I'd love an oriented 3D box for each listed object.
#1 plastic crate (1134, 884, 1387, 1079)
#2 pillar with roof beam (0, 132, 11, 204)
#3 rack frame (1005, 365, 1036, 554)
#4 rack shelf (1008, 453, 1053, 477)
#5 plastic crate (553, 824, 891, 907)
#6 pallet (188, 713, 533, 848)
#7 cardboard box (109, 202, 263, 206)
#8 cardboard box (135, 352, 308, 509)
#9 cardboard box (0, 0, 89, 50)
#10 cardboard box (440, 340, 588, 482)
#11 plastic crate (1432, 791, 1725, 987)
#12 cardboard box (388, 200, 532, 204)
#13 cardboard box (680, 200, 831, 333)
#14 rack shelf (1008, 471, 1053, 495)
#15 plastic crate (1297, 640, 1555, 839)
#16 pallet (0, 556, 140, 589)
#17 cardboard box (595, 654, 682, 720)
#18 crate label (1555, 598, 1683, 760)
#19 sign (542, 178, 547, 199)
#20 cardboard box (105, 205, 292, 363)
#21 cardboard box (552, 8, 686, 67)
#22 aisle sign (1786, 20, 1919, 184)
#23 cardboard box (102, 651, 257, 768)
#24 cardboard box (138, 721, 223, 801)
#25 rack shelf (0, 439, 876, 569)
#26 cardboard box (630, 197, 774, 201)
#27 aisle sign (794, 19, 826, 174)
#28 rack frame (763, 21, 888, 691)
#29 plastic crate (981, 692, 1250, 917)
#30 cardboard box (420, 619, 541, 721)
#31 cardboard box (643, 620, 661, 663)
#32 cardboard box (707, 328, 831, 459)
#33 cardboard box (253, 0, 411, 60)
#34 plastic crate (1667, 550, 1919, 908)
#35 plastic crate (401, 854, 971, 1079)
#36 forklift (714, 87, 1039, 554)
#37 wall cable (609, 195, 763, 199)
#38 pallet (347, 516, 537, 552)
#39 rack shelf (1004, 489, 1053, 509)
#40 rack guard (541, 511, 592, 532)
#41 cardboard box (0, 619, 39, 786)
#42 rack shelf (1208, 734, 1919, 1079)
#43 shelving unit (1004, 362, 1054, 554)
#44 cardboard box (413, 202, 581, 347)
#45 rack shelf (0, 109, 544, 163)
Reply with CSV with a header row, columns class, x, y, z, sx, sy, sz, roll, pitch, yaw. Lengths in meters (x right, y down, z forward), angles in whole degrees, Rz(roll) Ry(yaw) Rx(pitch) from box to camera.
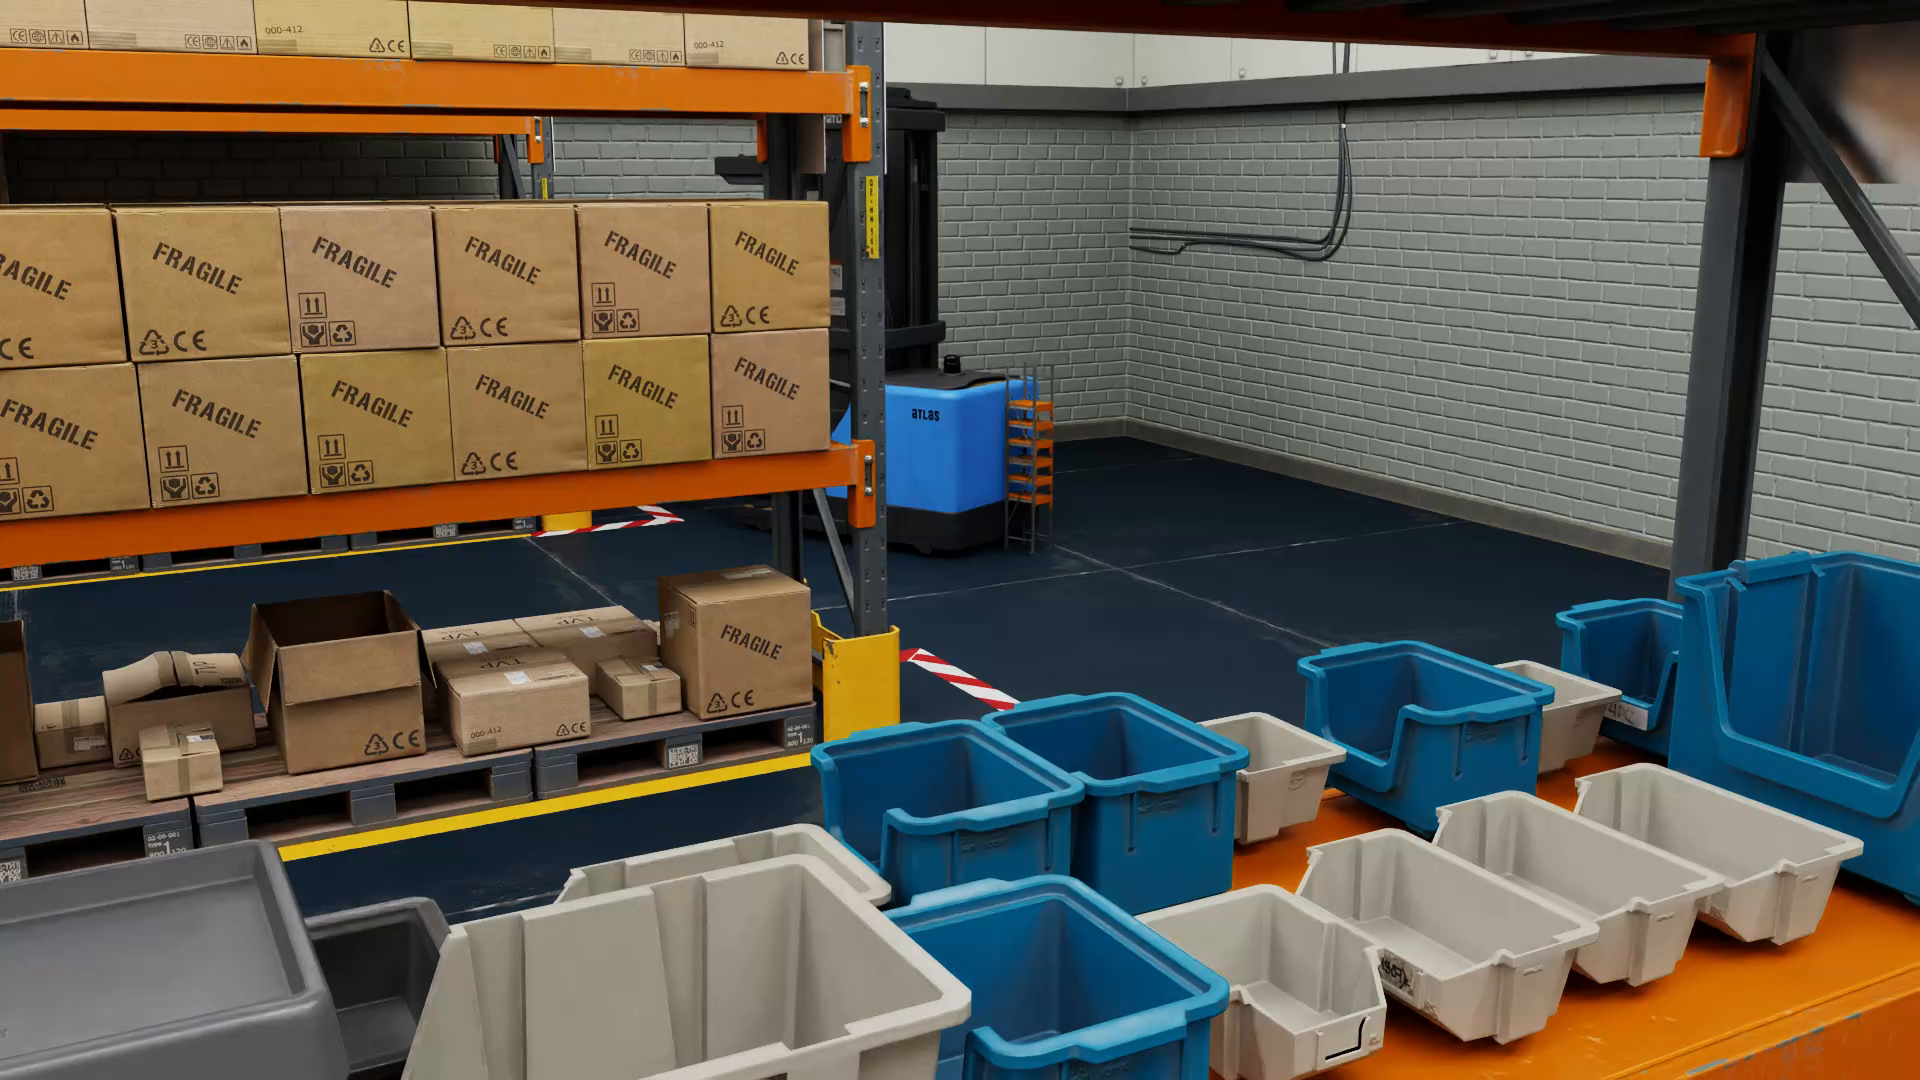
class,x,y,z,sx,sy,sz,roll,pitch,yaw
plastic crate,0.395,0.584,2.146,0.250,0.136,0.298,-7,14,-28
pillar with roof beam,-4.226,-3.558,6.425,0.400,9.000,9.100,-7,14,-28
rack frame,0.386,-0.513,10.656,0.240,1.200,0.006,10,16,39
rack shelf,0.445,-0.485,10.735,0.258,0.103,0.180,10,16,39
plastic crate,-0.357,0.547,2.313,0.466,0.136,0.293,-7,14,-28
pallet,-2.437,0.893,6.663,1.213,0.211,1.003,-7,14,-28
cardboard box,-2.901,-1.014,6.277,0.500,0.500,0.500,-7,14,-27
cardboard box,-2.646,-0.423,5.930,0.500,0.500,0.500,-7,14,-28
cardboard box,-3.126,-1.712,5.395,0.500,0.250,0.500,-7,14,-28
cardboard box,-1.758,-0.530,6.404,0.500,0.500,0.500,-7,14,-27
plastic crate,0.879,0.515,2.452,0.243,0.136,0.396,-7,14,-28
cardboard box,-2.014,-1.120,6.749,0.500,0.500,0.500,-7,14,-27
cardboard box,-0.860,-1.124,6.768,0.500,0.500,0.500,-7,14,-28
rack shelf,0.445,-0.368,10.761,0.258,0.103,0.180,10,16,39
plastic crate,0.817,0.352,2.959,0.300,0.233,0.416,-7,14,-28
pallet,-5.784,0.075,10.297,1.213,0.211,1.003,-7,14,-28
cardboard box,-1.359,0.610,7.017,0.250,0.166,0.380,-7,14,-28
crate label,1.395,0.282,3.267,0.303,0.233,0.416,-7,14,-28
sign,-2.730,-2.216,10.948,0.005,0.325,0.100,-7,14,-28
cardboard box,-2.660,-0.907,5.802,0.500,0.500,0.500,-7,15,-30
cardboard box,-1.370,-1.922,6.329,0.500,0.250,0.500,-7,14,-28
aisle sign,1.690,-1.066,3.091,0.004,0.787,0.394,-7,14,-28
cardboard box,-3.090,0.637,6.569,0.500,0.311,0.500,-7,14,-28
cardboard box,-2.885,0.806,6.149,0.250,0.166,0.380,-7,14,-28
rack shelf,-2.357,-0.126,6.476,4.000,0.370,1.077,-7,14,-28
cardboard box,-1.117,-1.228,7.230,0.500,0.500,0.500,-6,14,-26
aisle sign,-0.682,-2.020,7.330,0.004,0.787,0.394,-7,14,-28
rack frame,-0.601,-0.687,7.332,0.127,3.000,1.000,-7,14,-28
plastic crate,0.239,0.421,2.651,0.300,0.233,0.416,-7,14,-28
cardboard box,-2.092,0.547,7.107,0.500,0.250,0.500,-7,14,-28
cardboard box,-1.353,0.484,7.576,0.250,0.166,0.380,-7,14,-28
cardboard box,-0.864,-0.637,6.879,0.500,0.500,0.500,-6,14,-26
cardboard box,-2.249,-1.818,5.864,0.500,0.250,0.500,-7,14,-28
plastic crate,1.565,0.292,2.762,0.499,0.435,0.616,-7,14,-28
plastic crate,-0.313,0.592,1.781,0.530,0.282,0.437,-7,14,-28
forklift,-0.960,-1.571,11.416,3.031,2.935,1.130,9,15,35
wall cable,-2.307,-2.454,12.869,1.851,1.984,0.084,-7,14,-28
pallet,-3.642,-0.182,11.438,1.213,0.211,1.003,-7,14,-28
rack shelf,0.445,-0.251,10.787,0.258,0.103,0.180,10,16,39
rack guard,-2.957,-0.425,11.858,0.348,0.500,1.175,-7,14,-28
cardboard box,-3.748,0.624,6.198,0.500,0.500,0.500,-7,14,-28
rack shelf,0.014,0.829,2.233,4.000,0.370,1.077,-7,14,-28
shelving unit,0.445,-0.529,10.725,0.258,1.200,0.189,10,16,39
cardboard box,-1.756,-1.015,6.284,0.500,0.500,0.500,-6,14,-26
rack shelf,-4.733,-2.544,10.387,4.000,0.370,1.077,-7,14,-28
